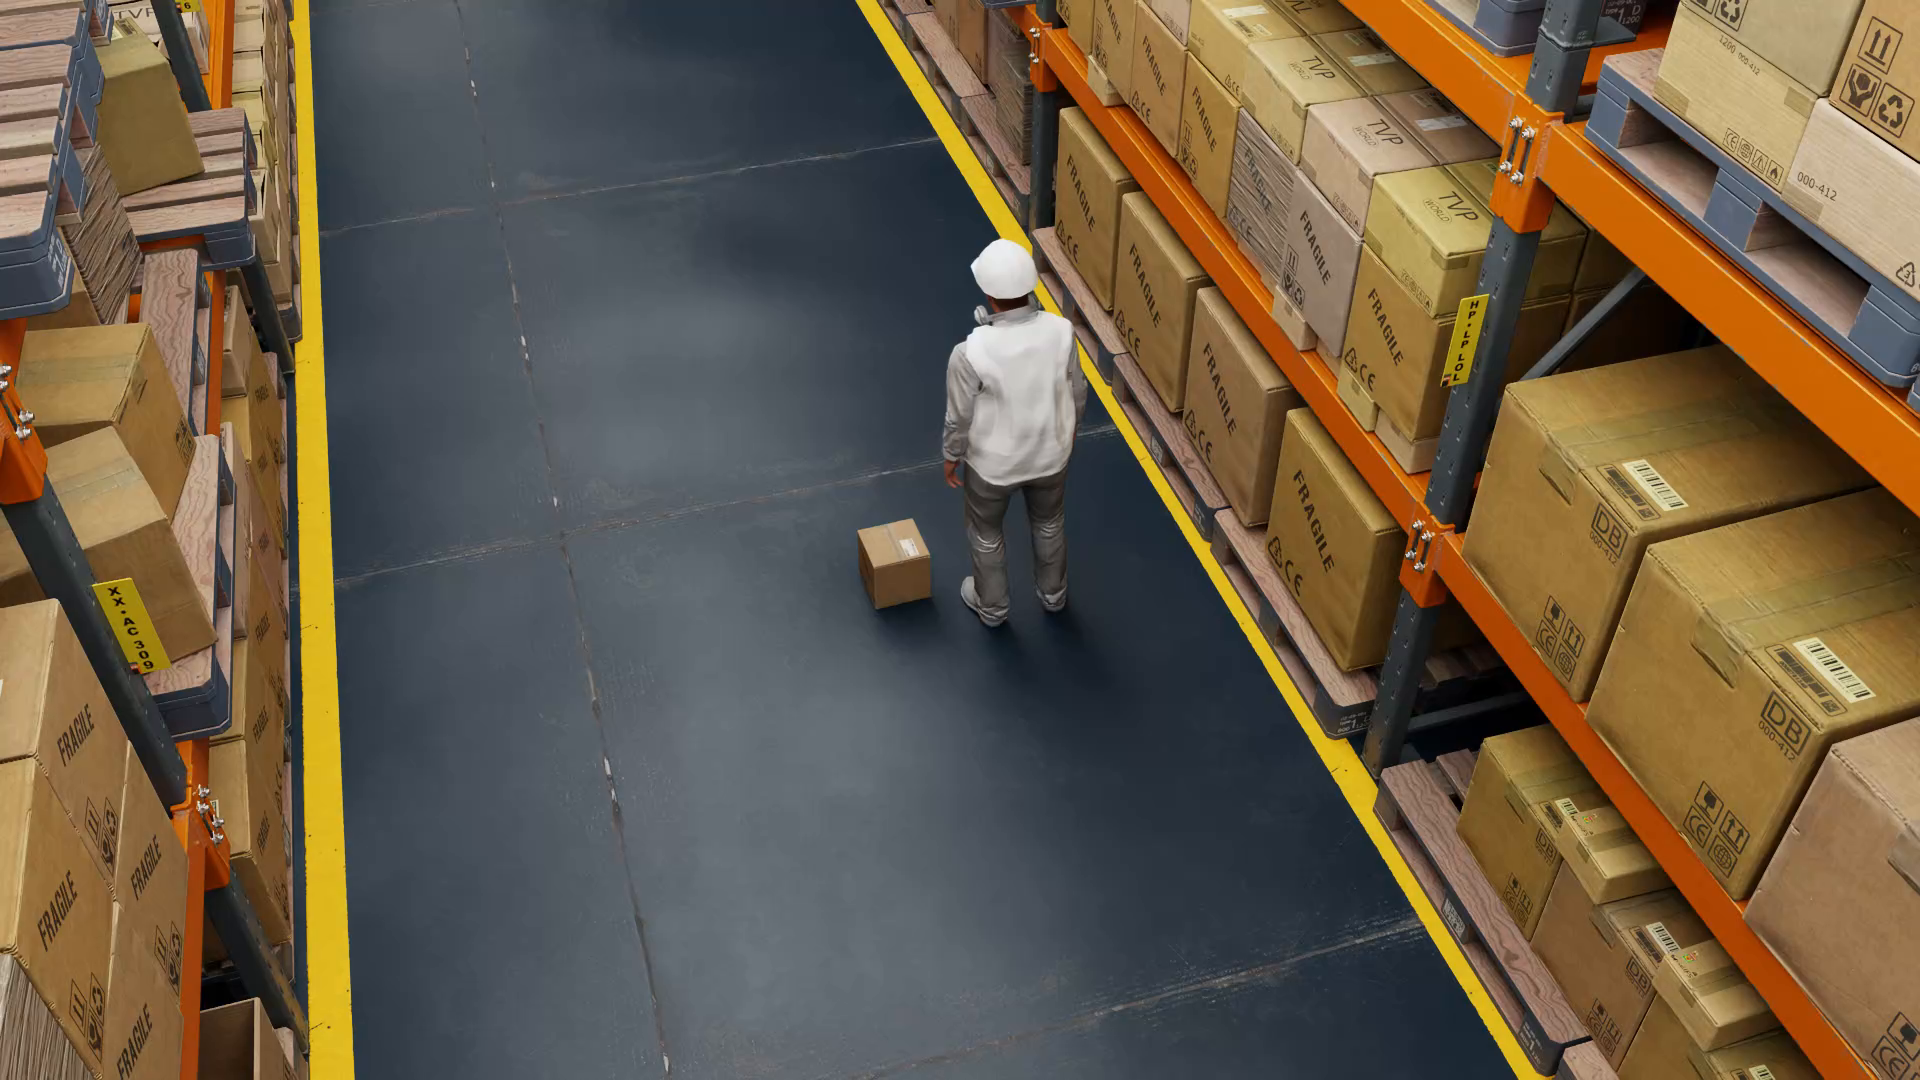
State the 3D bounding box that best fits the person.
[{"bbox_3d":[0.211,-0.377,6.561,0.591,1.769,0.461,-13,44,-14],"label":"person"}]
